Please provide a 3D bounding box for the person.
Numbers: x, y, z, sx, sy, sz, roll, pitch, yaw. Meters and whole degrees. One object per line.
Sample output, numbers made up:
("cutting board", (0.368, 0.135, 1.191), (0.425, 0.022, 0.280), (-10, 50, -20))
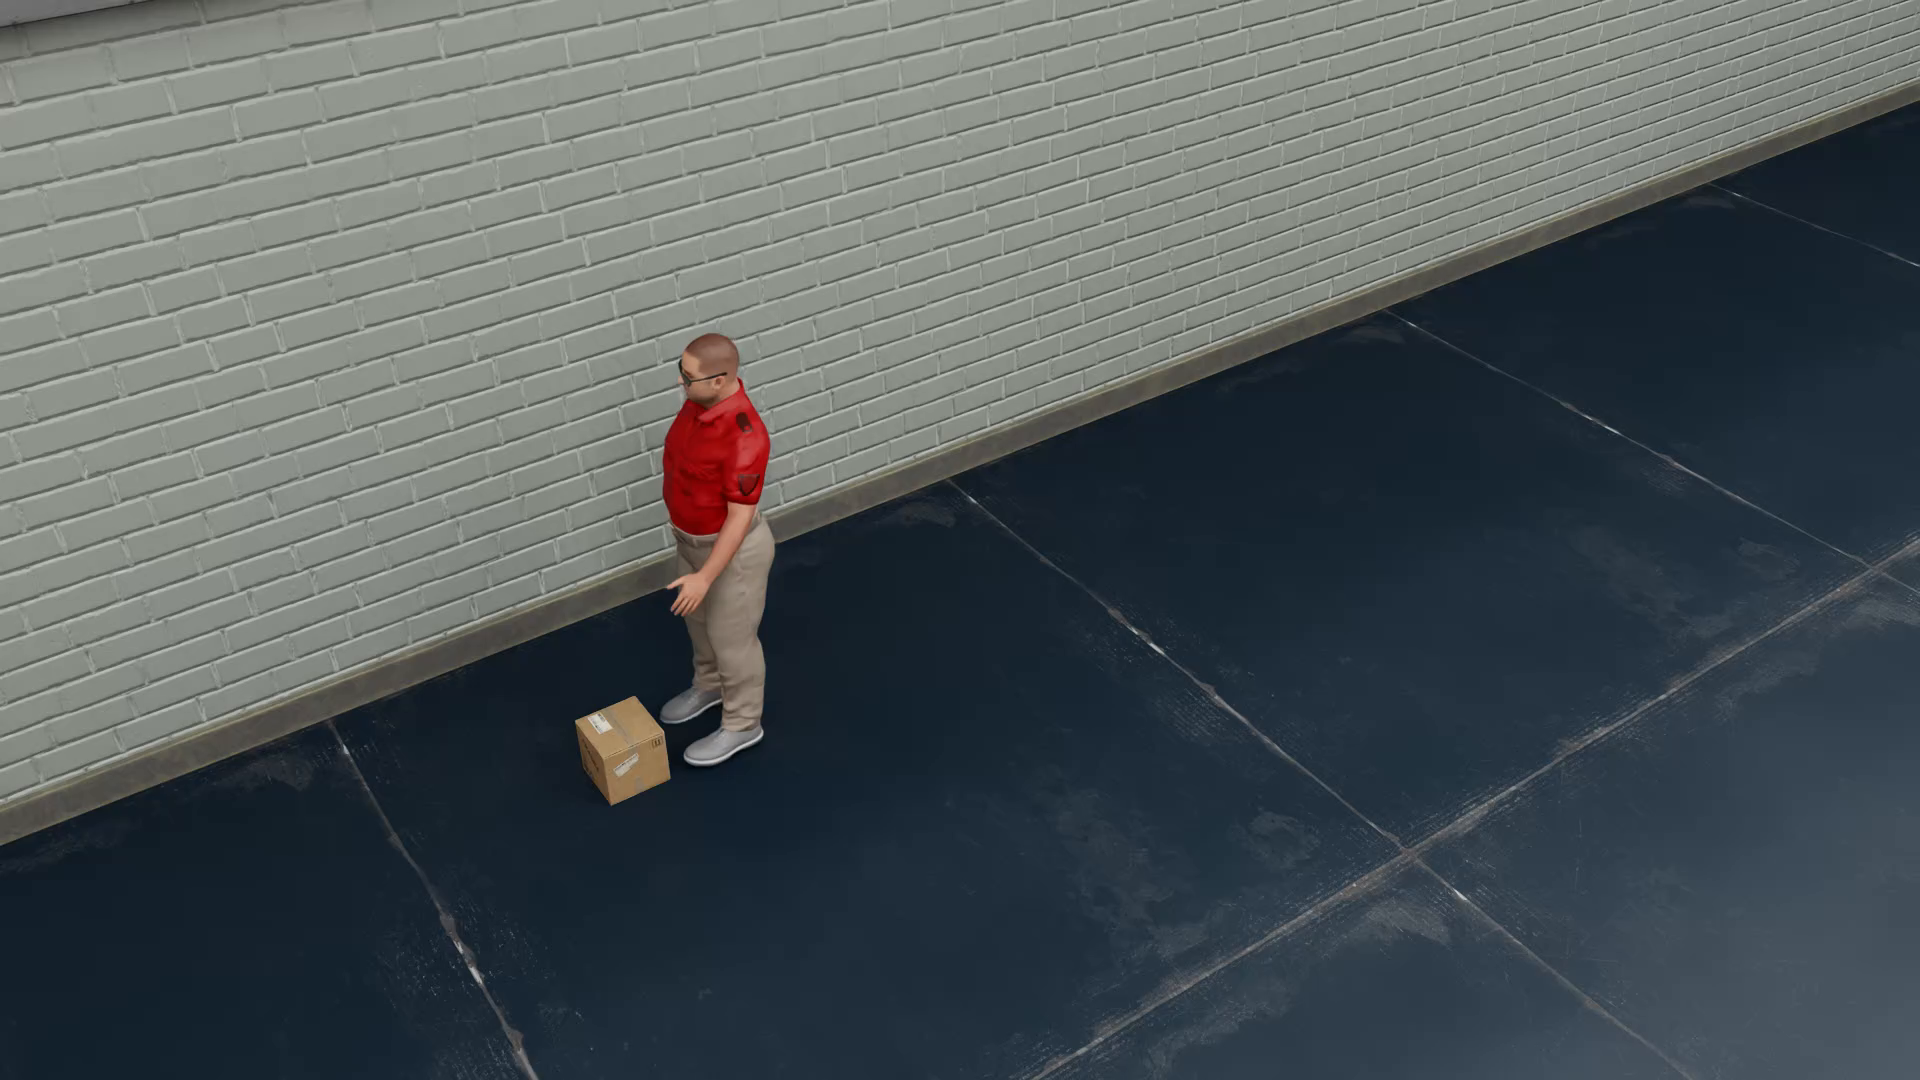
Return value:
("person", (-0.925, 0.046, 6.090), (0.459, 1.753, 0.552), (-19, 40, -24))
